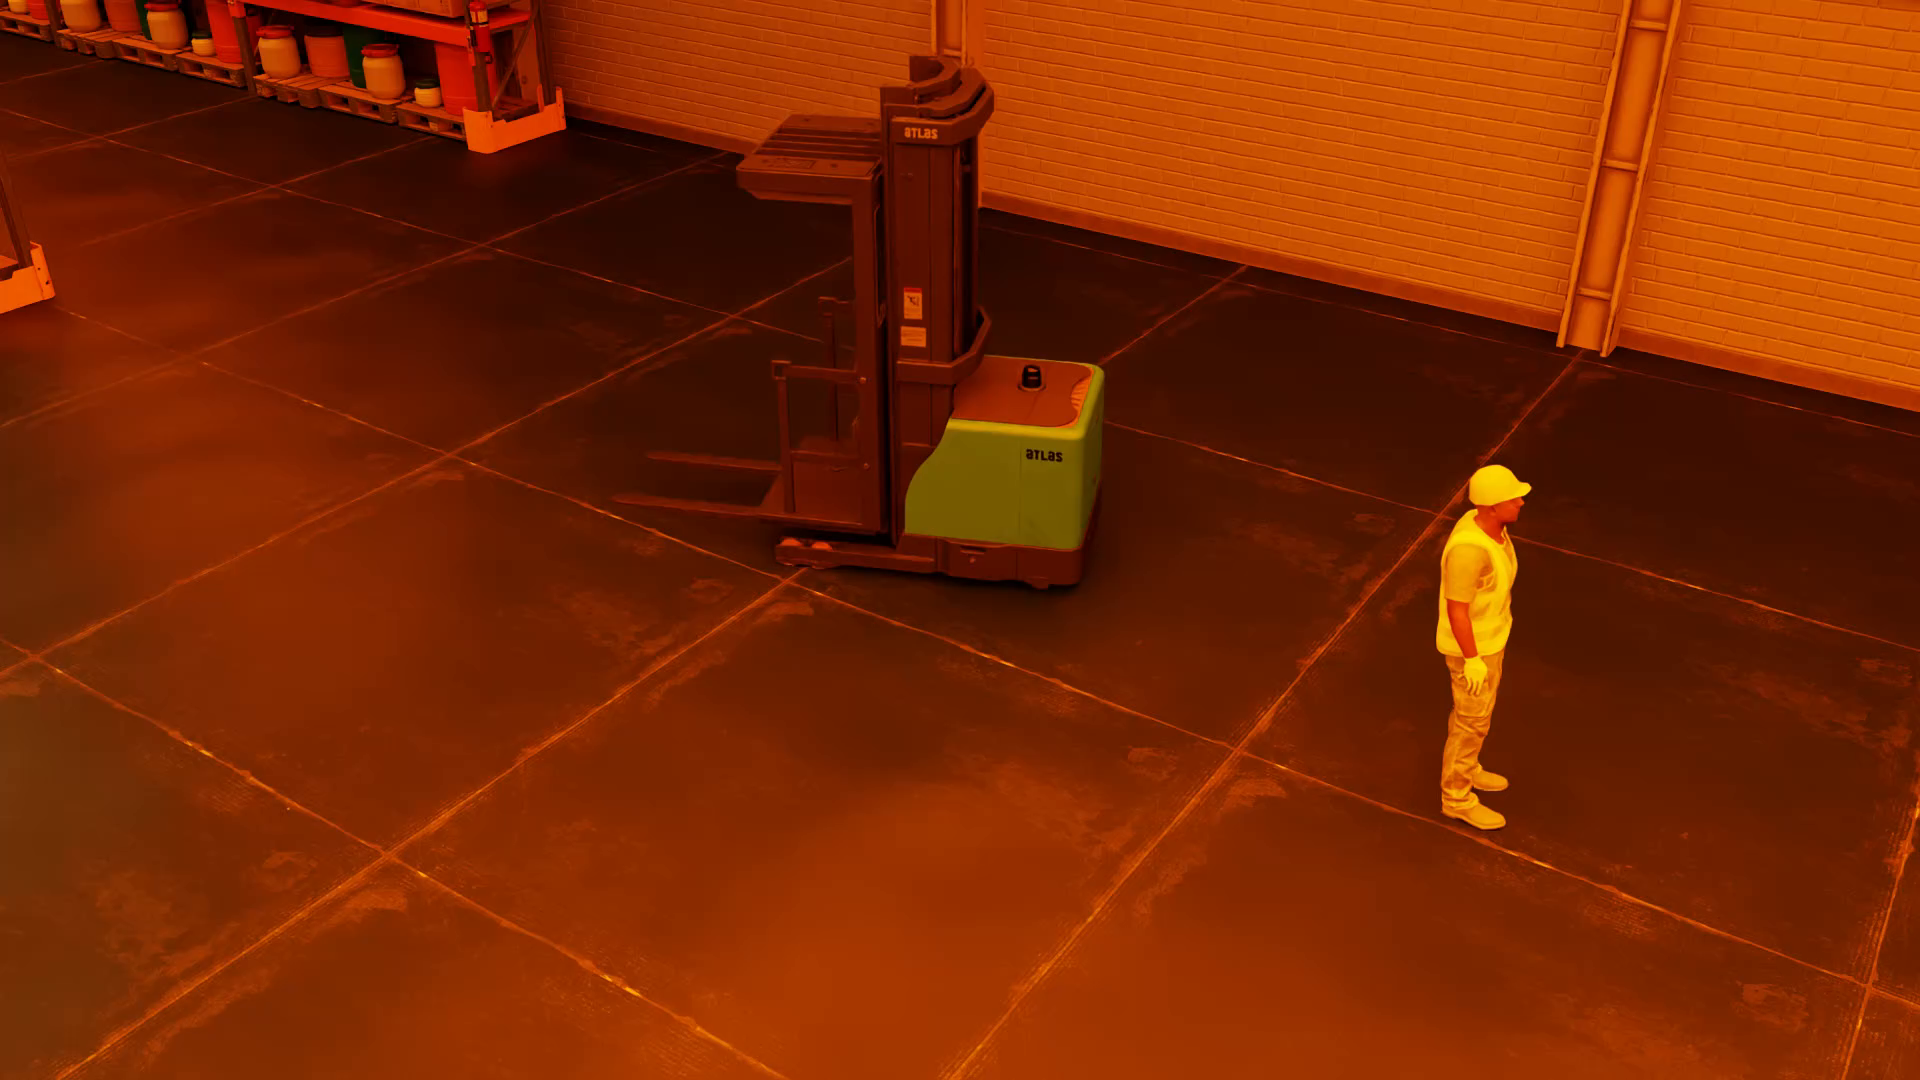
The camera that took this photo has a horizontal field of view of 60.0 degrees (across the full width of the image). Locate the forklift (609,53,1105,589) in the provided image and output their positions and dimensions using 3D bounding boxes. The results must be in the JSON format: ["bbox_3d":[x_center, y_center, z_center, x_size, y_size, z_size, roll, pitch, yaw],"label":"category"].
[{"bbox_3d":[-0.669,-1.338,9.885,3.031,2.935,1.130,6,31,10],"label":"forklift"}]

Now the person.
[{"bbox_3d":[2.498,0.485,7.893,0.515,1.793,0.651,13,32,21],"label":"person"}]
